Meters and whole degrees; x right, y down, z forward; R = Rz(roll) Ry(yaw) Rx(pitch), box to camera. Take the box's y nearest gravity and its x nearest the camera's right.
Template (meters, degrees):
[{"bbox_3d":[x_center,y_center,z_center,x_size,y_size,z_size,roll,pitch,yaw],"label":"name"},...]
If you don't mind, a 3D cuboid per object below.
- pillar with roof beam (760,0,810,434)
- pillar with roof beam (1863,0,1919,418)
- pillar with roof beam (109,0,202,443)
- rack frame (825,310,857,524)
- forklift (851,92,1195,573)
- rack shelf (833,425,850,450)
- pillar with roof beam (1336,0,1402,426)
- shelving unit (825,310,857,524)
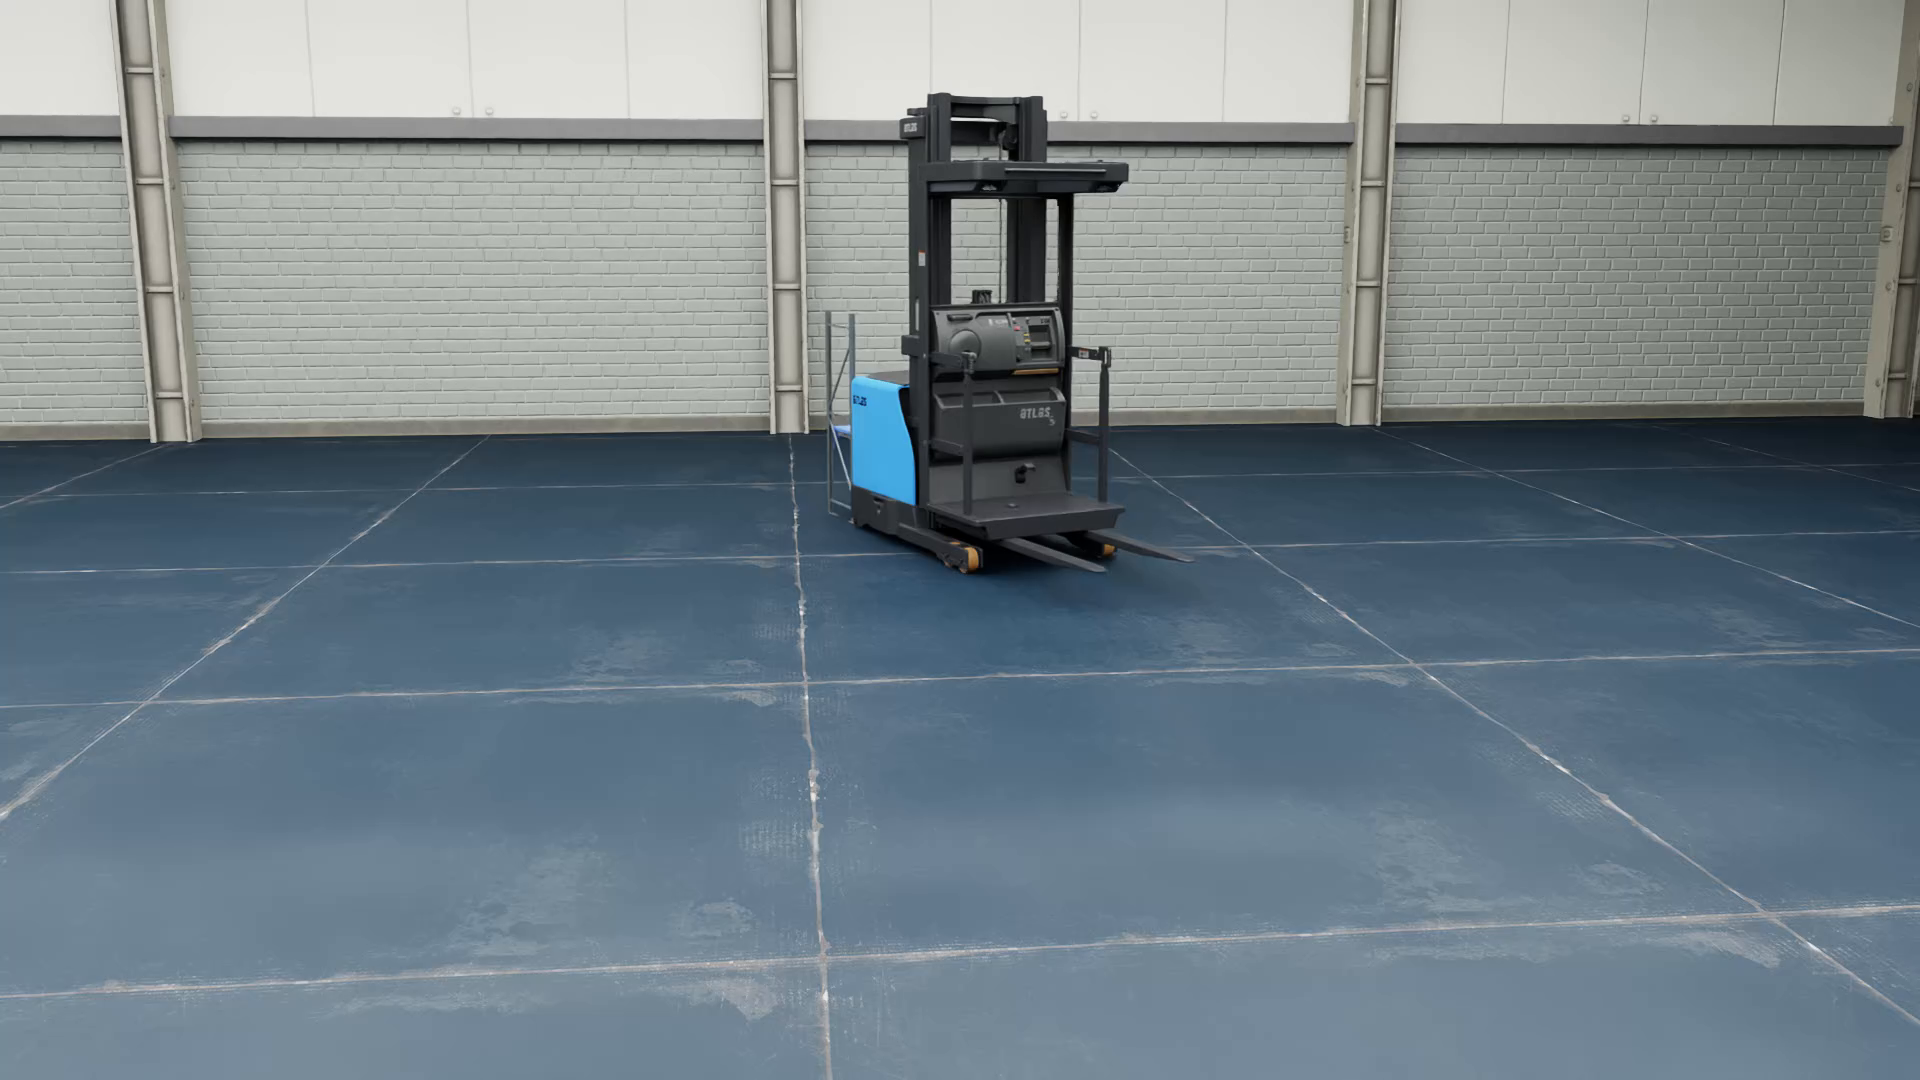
[{"bbox_3d":[-1.276,-4.698,11.936,0.400,9.000,9.100,-1,11,-6],"label":"pillar with roof beam"},{"bbox_3d":[10.654,-4.948,13.208,0.400,9.000,9.100,-1,11,-6],"label":"pillar with roof beam"},{"bbox_3d":[-7.241,-4.573,11.300,0.400,9.000,9.100,-1,11,-6],"label":"pillar with roof beam"},{"bbox_3d":[-0.860,-0.893,12.023,0.032,1.500,0.500,-5,12,-25],"label":"rack frame"},{"bbox_3d":[0.359,-1.330,10.535,1.130,2.935,3.031,-6,13,-27],"label":"forklift"},{"bbox_3d":[-0.403,-0.760,12.276,1.000,0.185,0.538,-5,12,-25],"label":"rack shelf"},{"bbox_3d":[4.689,-4.823,12.572,0.400,9.000,9.100,-1,11,-6],"label":"pillar with roof beam"},{"bbox_3d":[-0.403,-0.936,12.241,1.048,1.500,0.538,-5,12,-25],"label":"shelving unit"}]
